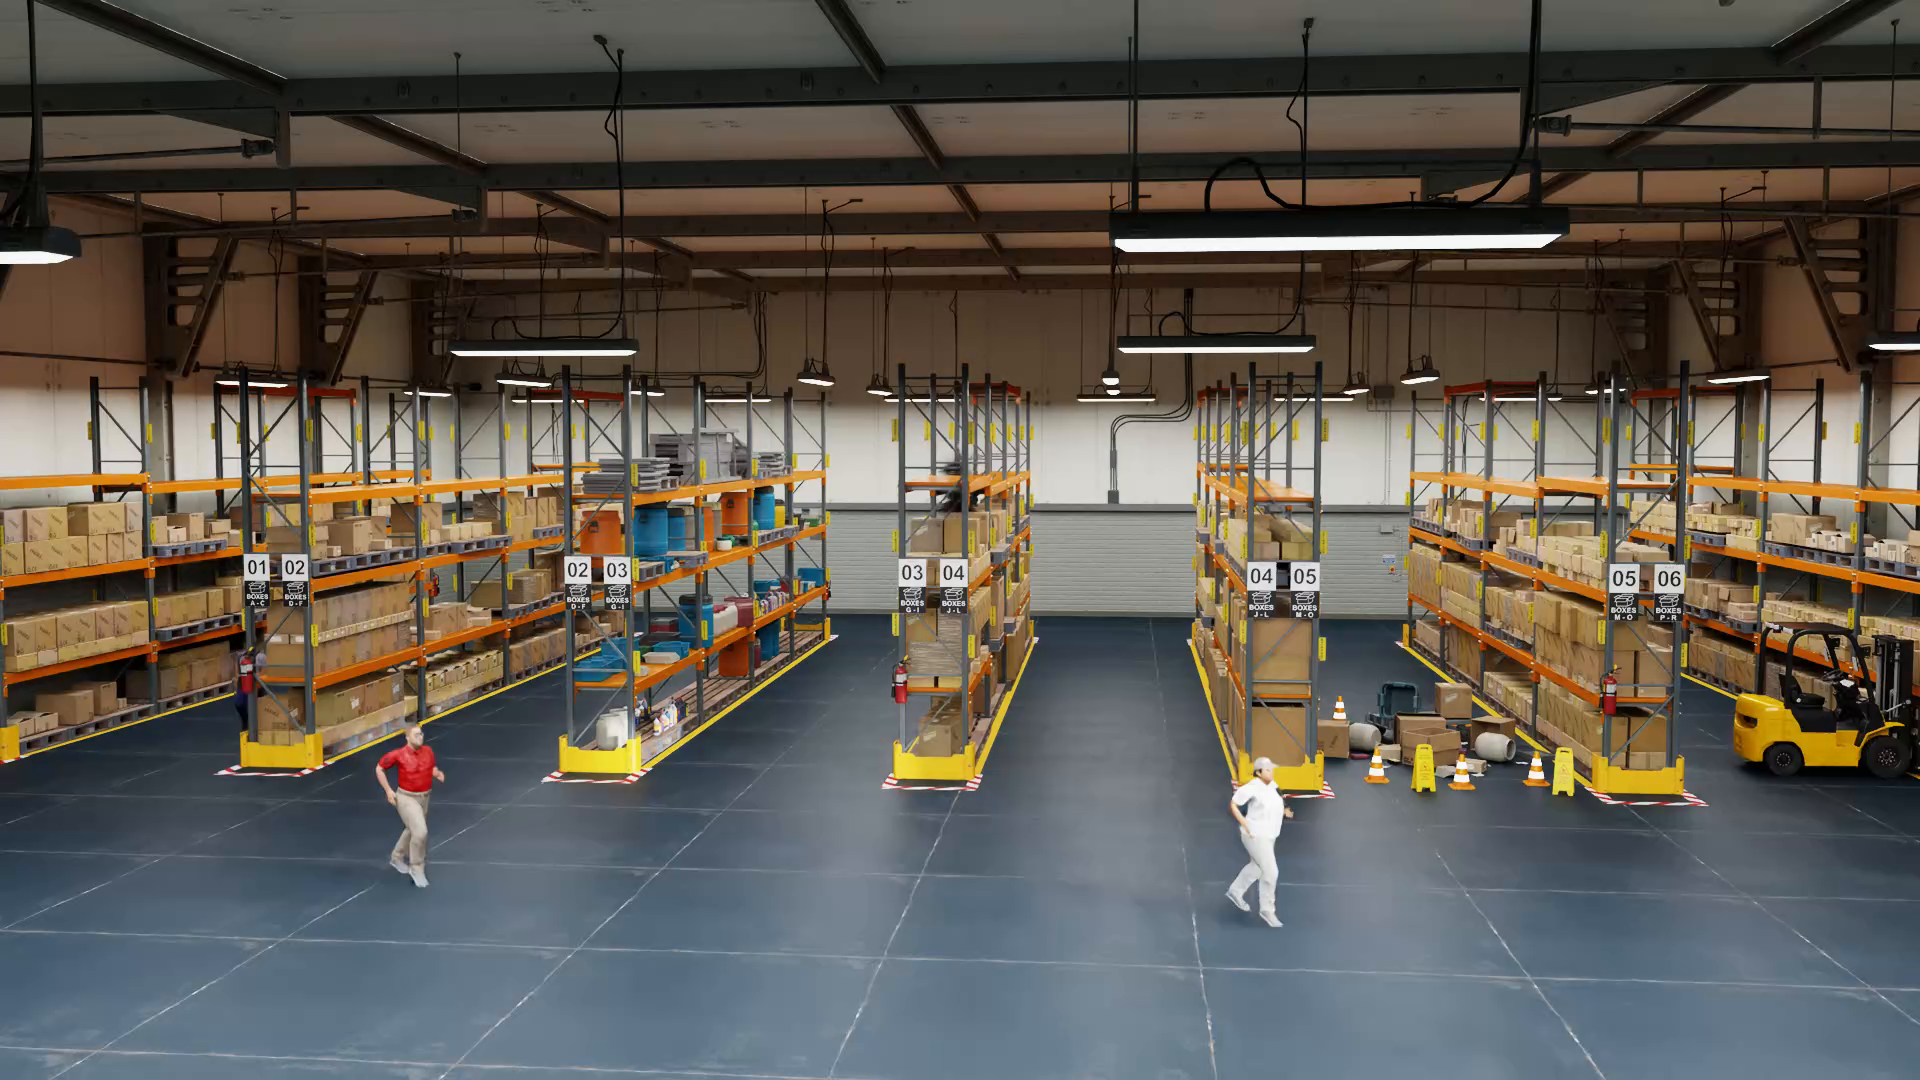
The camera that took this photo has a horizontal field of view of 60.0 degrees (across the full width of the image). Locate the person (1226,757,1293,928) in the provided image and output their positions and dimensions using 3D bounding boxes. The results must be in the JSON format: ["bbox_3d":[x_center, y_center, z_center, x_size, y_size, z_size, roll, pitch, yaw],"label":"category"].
[{"bbox_3d":[3.066,3.075,17.140,0.756,1.719,0.596,3,5,40],"label":"person"}]

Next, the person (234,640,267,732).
[{"bbox_3d":[-11.790,2.426,27.591,0.576,1.592,0.721,0,4,-6],"label":"person"}]

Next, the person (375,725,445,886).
[{"bbox_3d":[-6.120,2.965,18.630,0.802,1.800,0.643,2,4,25],"label":"person"}]
